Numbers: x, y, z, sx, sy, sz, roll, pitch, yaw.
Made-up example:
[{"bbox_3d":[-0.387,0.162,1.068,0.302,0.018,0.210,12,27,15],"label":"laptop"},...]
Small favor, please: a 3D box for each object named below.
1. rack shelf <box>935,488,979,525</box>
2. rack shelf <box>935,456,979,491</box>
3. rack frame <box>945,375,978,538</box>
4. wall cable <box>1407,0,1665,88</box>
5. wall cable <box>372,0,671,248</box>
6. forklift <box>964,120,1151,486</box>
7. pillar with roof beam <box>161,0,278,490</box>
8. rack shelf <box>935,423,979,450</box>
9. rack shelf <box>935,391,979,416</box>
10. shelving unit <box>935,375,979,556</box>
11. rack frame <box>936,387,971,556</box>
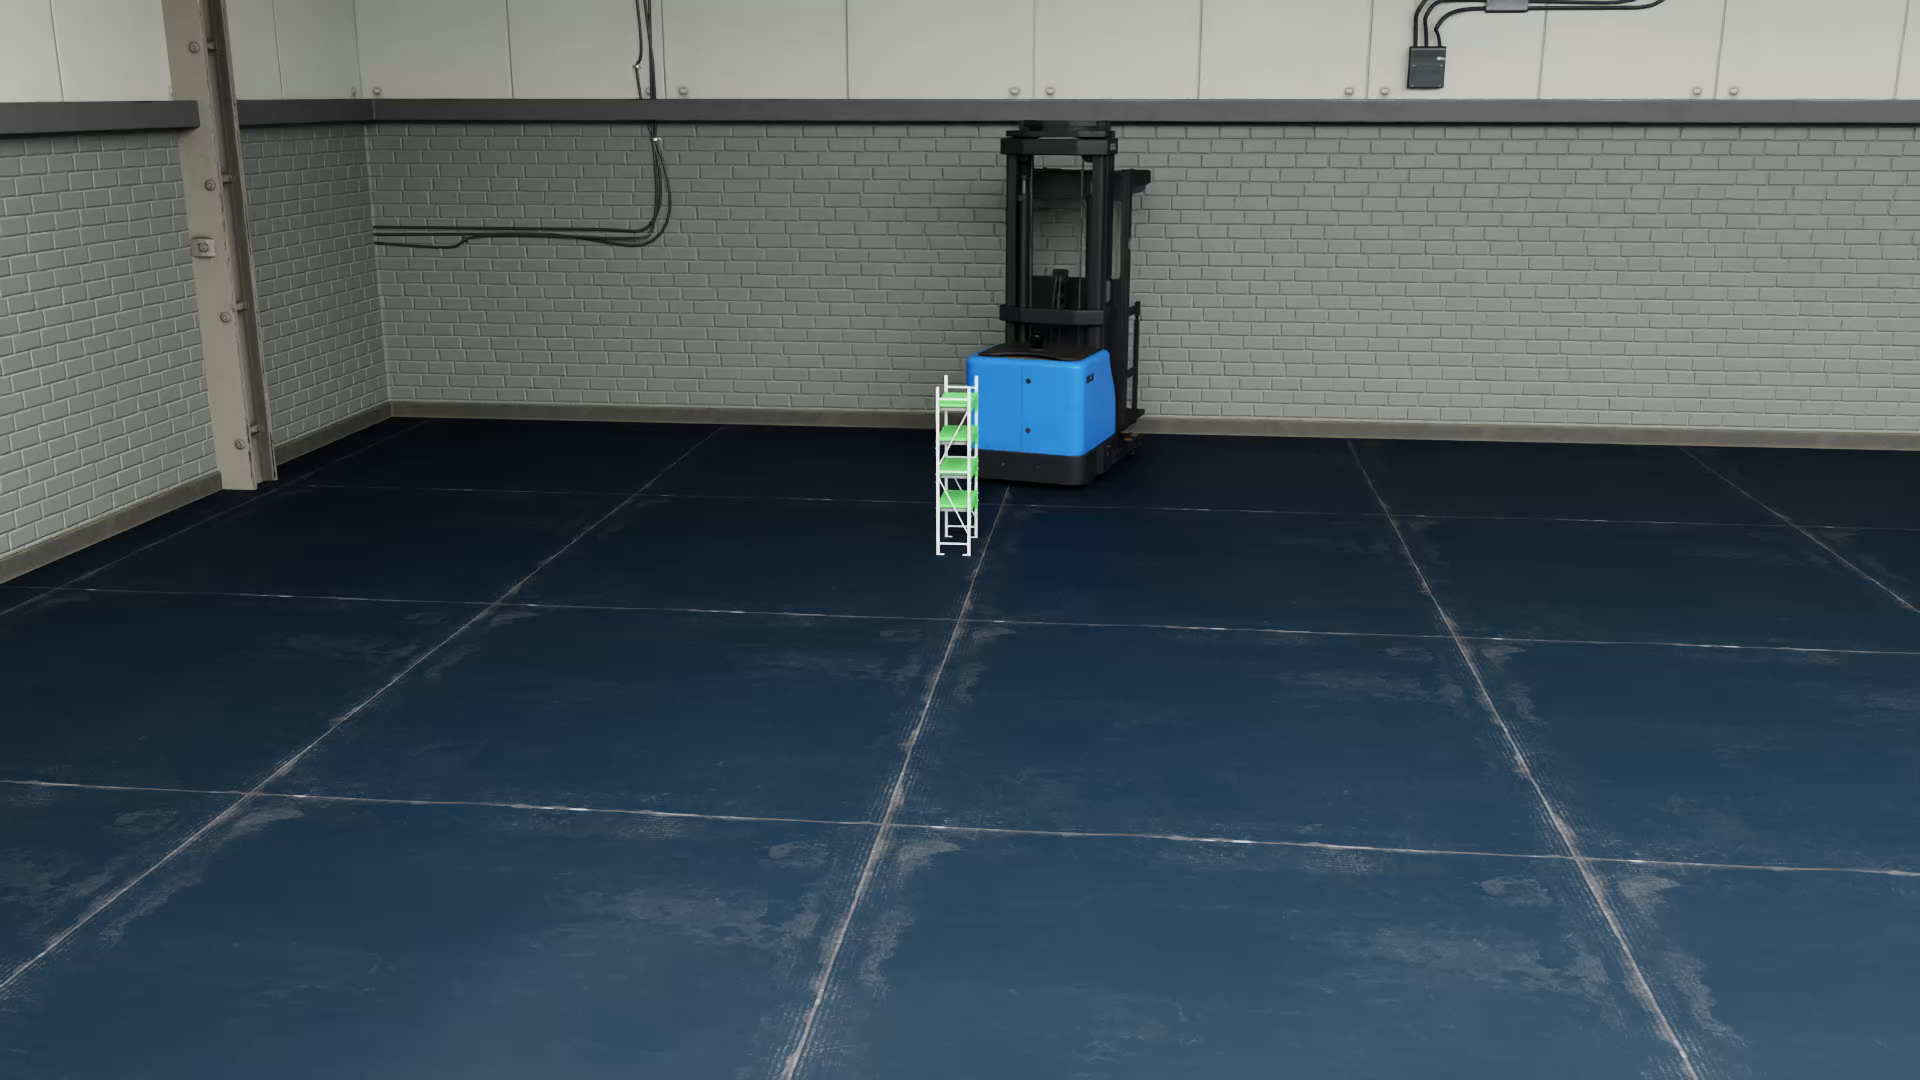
[{"bbox_3d":[-0.019,-0.243,11.926,0.258,0.148,0.480,2,15,6],"label":"rack shelf"},{"bbox_3d":[-0.019,-0.475,11.863,0.258,0.148,0.480,2,15,6],"label":"rack shelf"},{"bbox_3d":[0.009,-0.600,12.081,0.240,1.200,0.015,2,15,6],"label":"rack frame"},{"bbox_3d":[5.136,-6.895,13.906,2.305,6.003,0.169,2,15,6],"label":"wall cable"},{"bbox_3d":[-4.295,-4.038,15.804,3.097,2.526,0.112,2,15,6],"label":"wall cable"},{"bbox_3d":[1.022,-2.199,14.678,1.130,2.935,3.031,6,16,20],"label":"forklift"},{"bbox_3d":[-1.664,-4.685,12.249,9.100,9.000,0.400,2,15,6],"label":"pillar with roof beam"},{"bbox_3d":[-0.019,-0.706,11.801,0.258,0.148,0.480,2,15,6],"label":"rack shelf"},{"bbox_3d":[-0.019,-0.938,11.738,0.258,0.148,0.480,2,15,6],"label":"rack shelf"},{"bbox_3d":[-0.019,-0.536,11.847,0.258,1.200,0.503,2,15,6],"label":"shelving unit"},{"bbox_3d":[-0.046,-0.473,11.613,0.240,1.200,0.015,2,15,6],"label":"rack frame"}]
